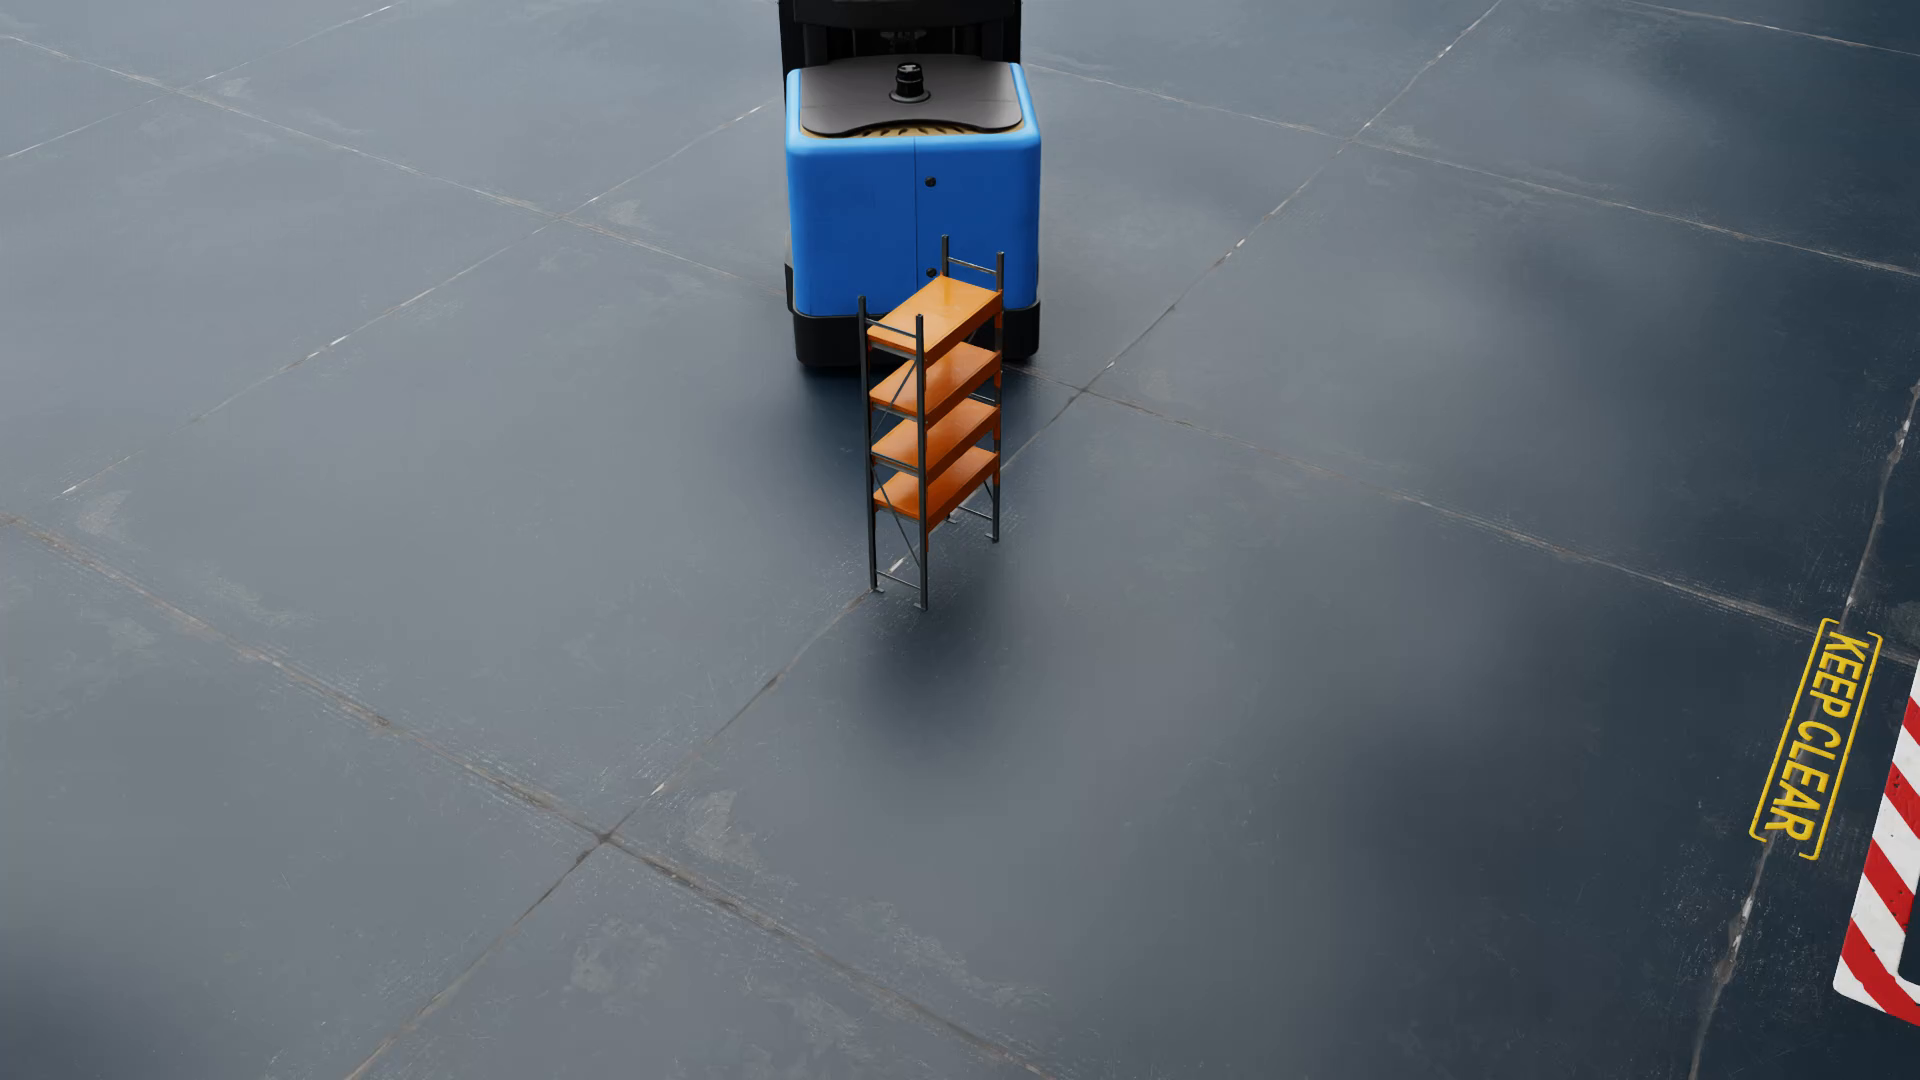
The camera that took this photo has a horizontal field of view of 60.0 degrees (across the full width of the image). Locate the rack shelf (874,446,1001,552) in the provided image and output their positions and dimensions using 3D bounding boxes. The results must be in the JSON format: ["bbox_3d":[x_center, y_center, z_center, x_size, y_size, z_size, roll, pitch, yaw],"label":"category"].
[{"bbox_3d":[-0.089,-0.179,5.935,0.258,0.148,0.480,21,42,25],"label":"rack shelf"}]

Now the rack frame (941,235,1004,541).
[{"bbox_3d":[0.042,-0.516,5.936,0.240,1.200,0.015,21,42,25],"label":"rack frame"}]

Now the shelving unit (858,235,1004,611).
[{"bbox_3d":[-0.089,-0.390,5.773,0.258,1.200,0.503,21,42,25],"label":"shelving unit"}]

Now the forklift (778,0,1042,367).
[{"bbox_3d":[-0.287,-2.783,7.459,1.130,2.935,3.031,-3,38,-3],"label":"forklift"}]

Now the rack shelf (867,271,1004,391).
[{"bbox_3d":[-0.089,-0.701,5.533,0.258,0.148,0.480,21,42,25],"label":"rack shelf"}]

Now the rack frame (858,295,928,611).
[{"bbox_3d":[-0.219,-0.264,5.610,0.240,1.200,0.015,21,42,25],"label":"rack frame"}]

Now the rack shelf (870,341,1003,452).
[{"bbox_3d":[-0.089,-0.514,5.677,0.258,0.148,0.480,21,42,25],"label":"rack shelf"}]

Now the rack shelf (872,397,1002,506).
[{"bbox_3d":[-0.089,-0.337,5.814,0.258,0.148,0.480,21,42,25],"label":"rack shelf"}]
